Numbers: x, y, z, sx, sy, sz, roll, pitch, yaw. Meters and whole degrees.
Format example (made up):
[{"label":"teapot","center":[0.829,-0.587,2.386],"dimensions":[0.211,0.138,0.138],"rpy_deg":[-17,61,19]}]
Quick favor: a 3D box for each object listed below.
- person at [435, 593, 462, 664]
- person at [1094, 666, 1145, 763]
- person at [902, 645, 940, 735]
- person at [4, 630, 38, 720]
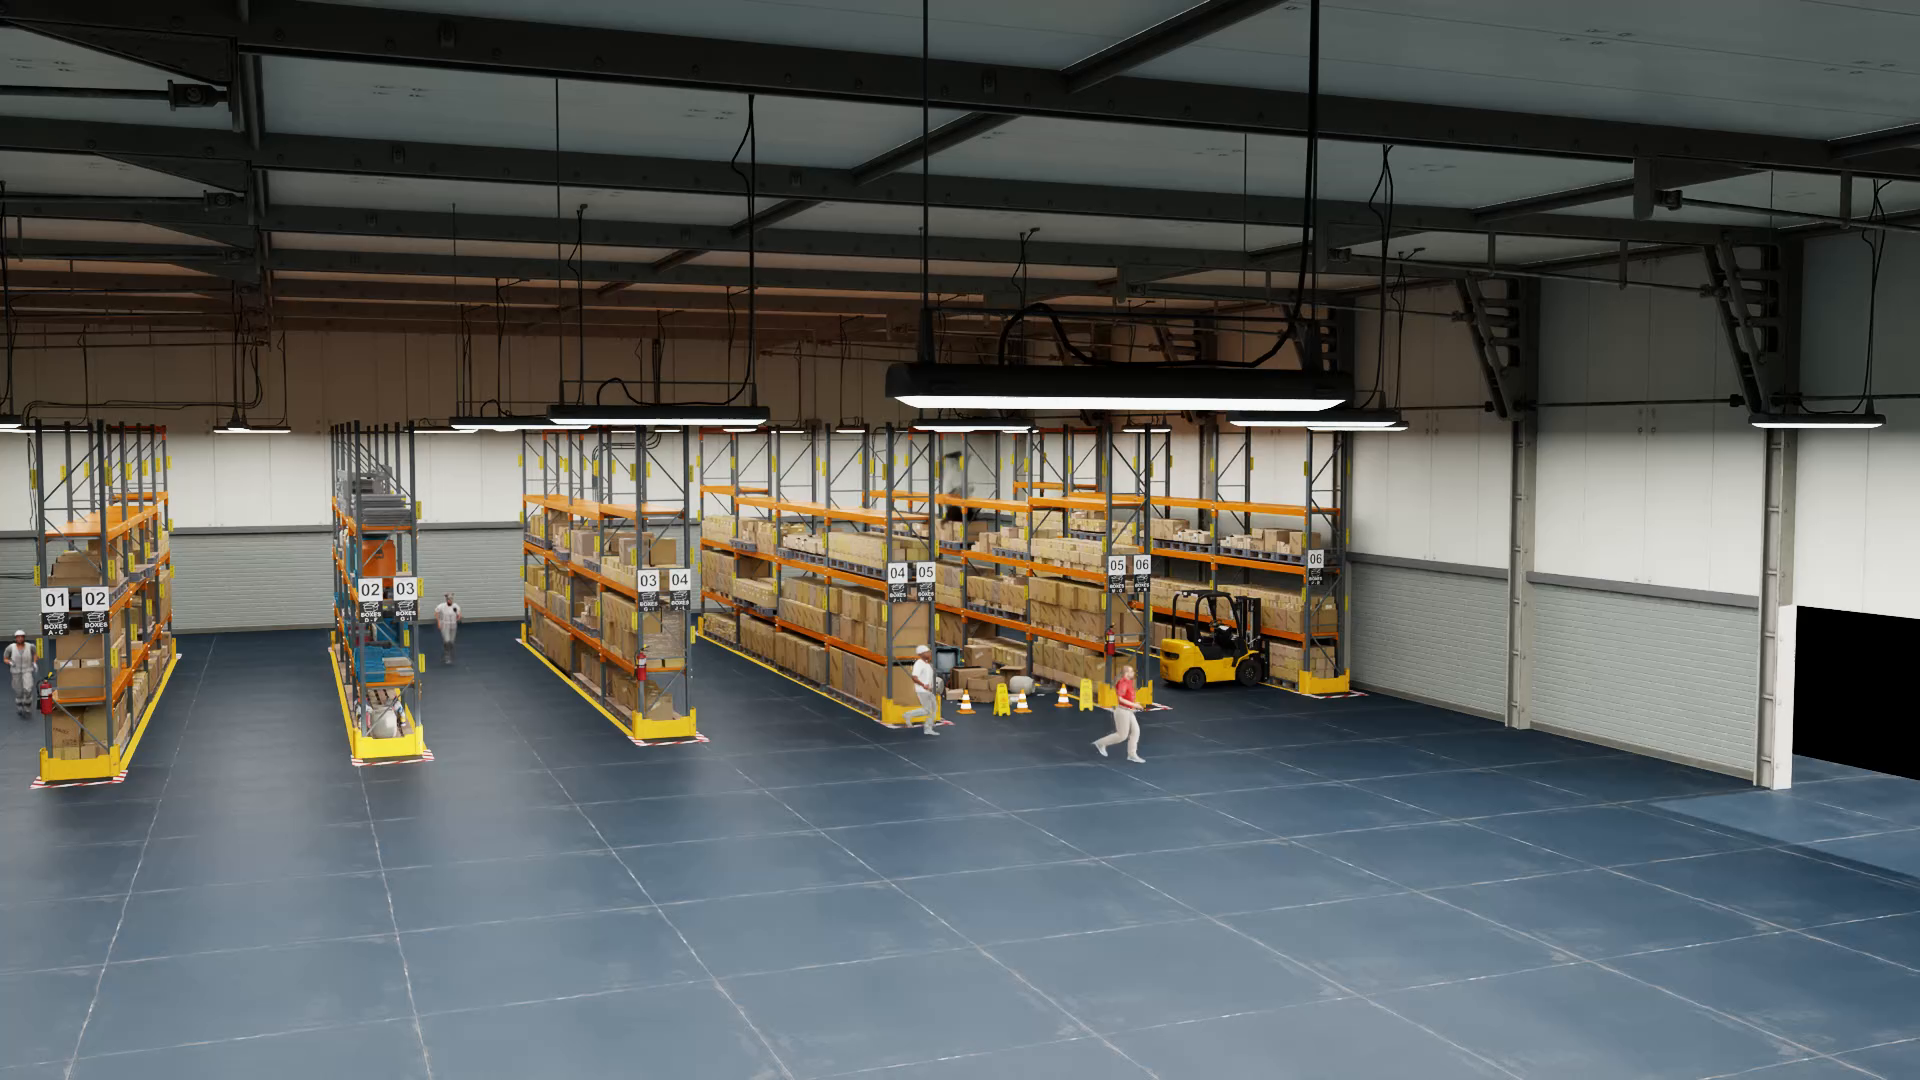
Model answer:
[{"label":"person","center":[-12.918,2.241,42.052],"dimensions":[0.588,1.838,0.912],"rpy_deg":[-3,4,-36]},{"label":"person","center":[2.818,3.056,29.204],"dimensions":[0.885,1.712,0.653],"rpy_deg":[1,4,14]},{"label":"person","center":[-0.732,2.877,31.865],"dimensions":[0.720,1.738,0.700],"rpy_deg":[1,4,13]},{"label":"person","center":[-19.040,2.735,33.718],"dimensions":[0.594,1.839,0.805],"rpy_deg":[-2,4,-25]}]
